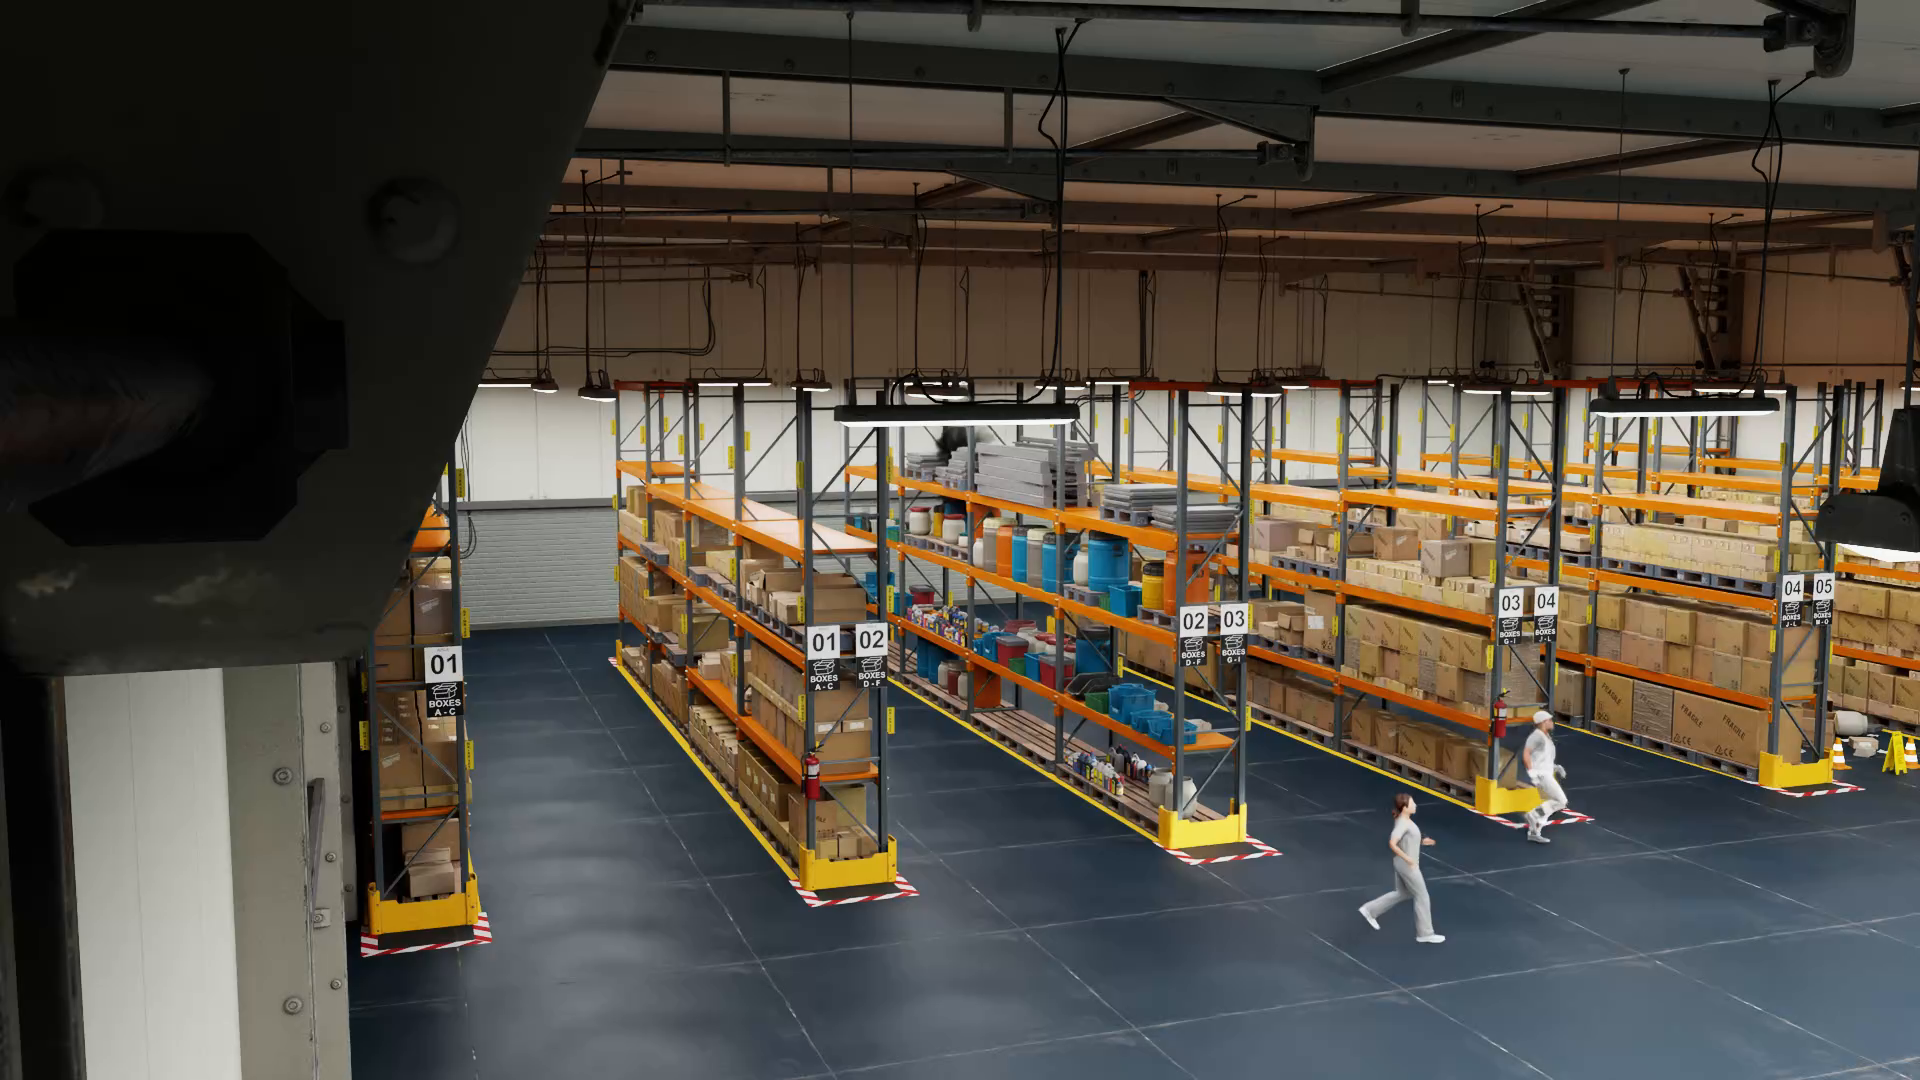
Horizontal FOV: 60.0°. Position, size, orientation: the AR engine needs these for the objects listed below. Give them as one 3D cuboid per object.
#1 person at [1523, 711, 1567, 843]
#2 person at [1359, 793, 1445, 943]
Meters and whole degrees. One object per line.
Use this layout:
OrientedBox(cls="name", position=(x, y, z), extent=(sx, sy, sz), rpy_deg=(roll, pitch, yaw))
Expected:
OrientedBox(cls="person", position=(7.813, 3.140, 22.135), extent=(0.553, 1.711, 0.714), rpy_deg=(3, 7, 27))
OrientedBox(cls="person", position=(4.859, 3.577, 18.205), extent=(0.918, 1.645, 0.575), rpy_deg=(1, 6, 9))
